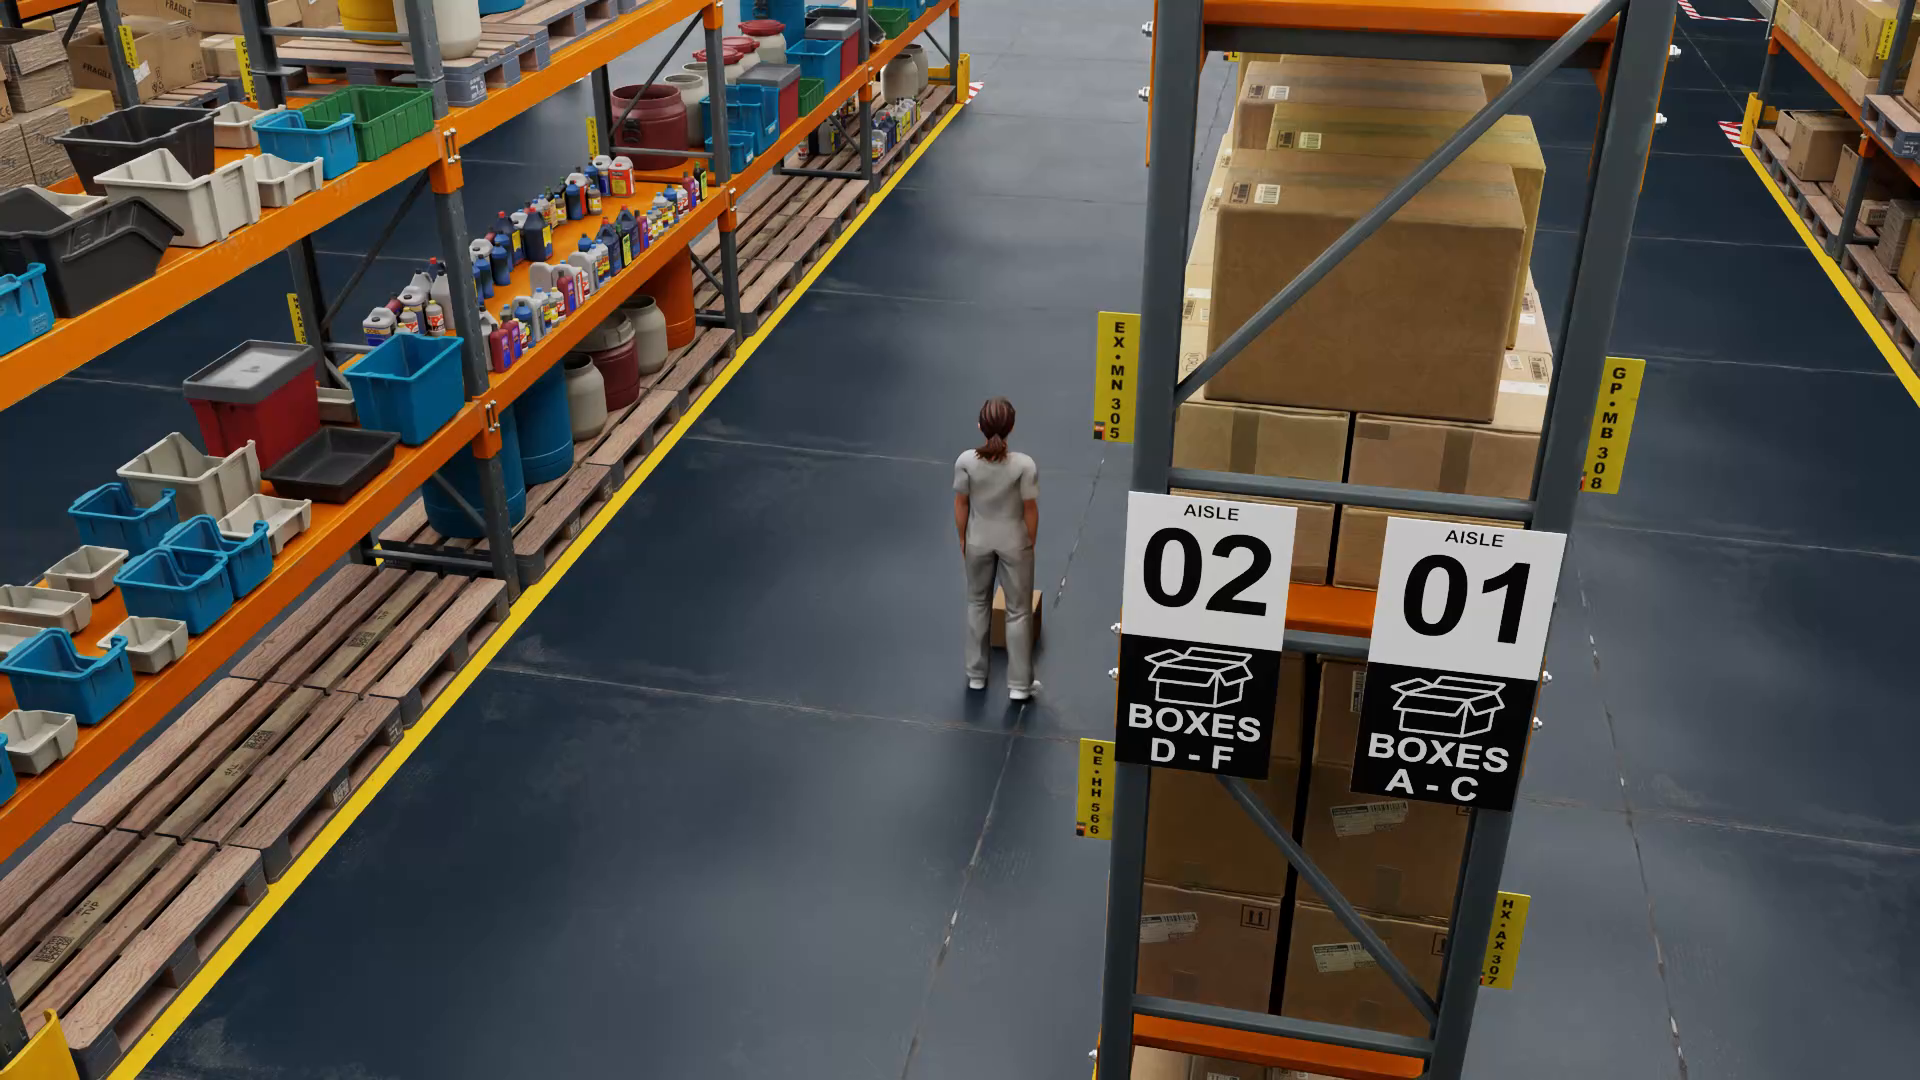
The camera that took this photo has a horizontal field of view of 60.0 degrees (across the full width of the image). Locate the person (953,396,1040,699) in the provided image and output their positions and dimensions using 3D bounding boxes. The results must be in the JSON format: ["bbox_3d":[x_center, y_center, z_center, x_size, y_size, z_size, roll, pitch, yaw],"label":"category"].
[{"bbox_3d":[0.206,0.061,8.569,0.477,1.725,0.391,6,30,12],"label":"person"}]
